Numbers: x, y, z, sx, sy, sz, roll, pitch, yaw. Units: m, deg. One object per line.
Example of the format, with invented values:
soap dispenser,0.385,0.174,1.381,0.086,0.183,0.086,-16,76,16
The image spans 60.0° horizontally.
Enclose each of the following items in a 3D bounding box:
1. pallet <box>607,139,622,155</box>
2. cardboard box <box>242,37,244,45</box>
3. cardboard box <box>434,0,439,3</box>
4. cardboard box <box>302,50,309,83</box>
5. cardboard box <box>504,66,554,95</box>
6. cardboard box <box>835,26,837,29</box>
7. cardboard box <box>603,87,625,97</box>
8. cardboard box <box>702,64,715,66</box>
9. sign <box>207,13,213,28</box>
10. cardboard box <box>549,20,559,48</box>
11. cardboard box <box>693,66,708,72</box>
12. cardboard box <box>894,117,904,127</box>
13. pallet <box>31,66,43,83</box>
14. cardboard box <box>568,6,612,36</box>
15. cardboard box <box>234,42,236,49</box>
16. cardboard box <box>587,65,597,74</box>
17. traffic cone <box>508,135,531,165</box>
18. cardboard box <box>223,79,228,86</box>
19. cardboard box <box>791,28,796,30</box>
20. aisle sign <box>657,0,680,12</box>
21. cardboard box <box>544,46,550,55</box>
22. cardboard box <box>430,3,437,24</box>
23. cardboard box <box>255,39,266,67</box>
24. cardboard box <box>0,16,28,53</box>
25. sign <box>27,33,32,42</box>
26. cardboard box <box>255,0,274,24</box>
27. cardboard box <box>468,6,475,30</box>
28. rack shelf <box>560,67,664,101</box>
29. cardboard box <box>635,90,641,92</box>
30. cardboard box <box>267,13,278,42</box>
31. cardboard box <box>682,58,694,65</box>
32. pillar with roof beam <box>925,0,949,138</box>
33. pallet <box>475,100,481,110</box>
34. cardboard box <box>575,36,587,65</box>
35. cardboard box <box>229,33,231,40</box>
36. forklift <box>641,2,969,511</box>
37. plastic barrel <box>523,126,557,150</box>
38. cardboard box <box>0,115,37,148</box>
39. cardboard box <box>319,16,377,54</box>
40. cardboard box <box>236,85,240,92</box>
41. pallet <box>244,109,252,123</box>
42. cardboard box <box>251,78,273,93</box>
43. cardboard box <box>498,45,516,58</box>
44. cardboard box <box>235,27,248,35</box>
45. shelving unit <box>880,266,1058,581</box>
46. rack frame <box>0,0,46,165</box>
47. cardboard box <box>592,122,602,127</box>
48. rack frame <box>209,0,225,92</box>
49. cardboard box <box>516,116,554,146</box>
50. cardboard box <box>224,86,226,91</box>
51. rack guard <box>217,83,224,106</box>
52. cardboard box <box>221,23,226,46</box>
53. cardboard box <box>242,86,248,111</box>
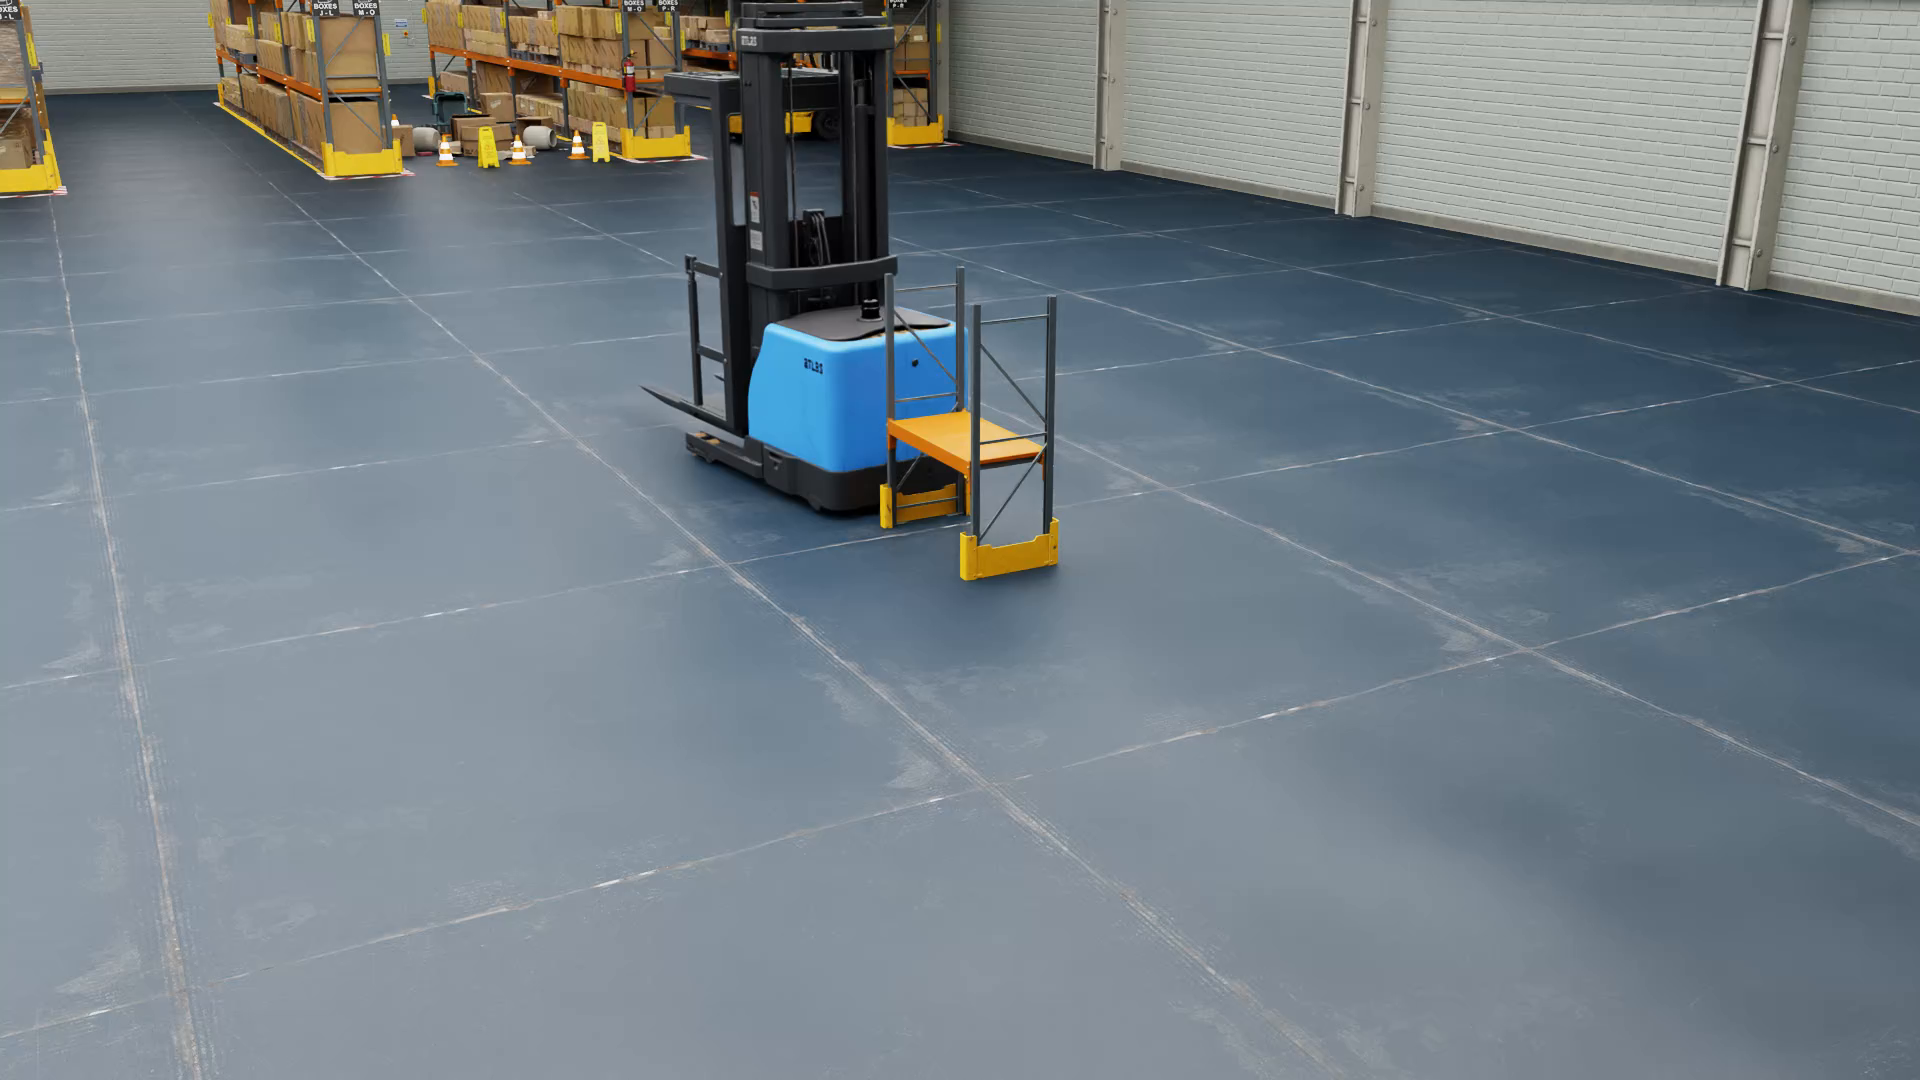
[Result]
pallet,-5.655,-7.051,29.742,1.003,0.211,1.213,-10,21,-27
cardboard box,-14.135,-9.978,33.233,0.380,0.149,0.250,-9,21,-25
cardboard box,-12.587,-13.154,40.474,0.380,0.149,0.250,-11,22,-28
cardboard box,-10.512,-7.964,27.882,0.875,0.550,0.500,-10,21,-27
cardboard box,-9.318,-9.811,36.078,0.875,0.875,0.875,-10,22,-27
cardboard box,-2.225,-10.027,32.486,0.380,0.149,0.250,-10,21,-27
cardboard box,-6.108,-7.953,29.509,0.380,0.149,0.250,-9,21,-25
cardboard box,-6.167,-11.586,40.803,0.380,0.149,0.250,-11,22,-29
sign,-17.648,-12.231,39.152,0.100,0.325,0.005,-10,21,-27
cardboard box,-7.585,-9.741,32.008,0.500,0.500,0.500,-10,22,-28
cardboard box,-6.186,-11.287,39.936,0.380,0.149,0.250,-10,22,-28
cardboard box,-1.399,-7.863,31.393,0.500,0.250,0.500,-10,21,-26
pallet,-16.120,-7.873,28.144,1.003,0.211,1.213,-10,21,-27
cardboard box,-6.708,-9.459,30.304,0.700,0.500,0.500,-11,22,-28
cardboard box,-14.864,-10.279,34.564,0.380,0.149,0.250,-10,22,-28
cardboard box,-6.553,-8.562,30.229,0.380,0.149,0.250,-10,21,-27
traffic cone,-7.419,-6.564,27.944,0.336,0.463,0.334,-10,21,-27
cardboard box,-16.977,-10.683,38.806,0.380,0.149,0.250,-10,21,-27
cardboard box,-3.293,-10.516,34.360,0.380,0.149,0.250,-10,22,-27
aisle sign,-4.962,-9.368,28.196,0.394,0.787,0.004,-10,21,-27
cardboard box,-7.915,-9.589,32.562,0.380,0.149,0.250,-10,22,-28
cardboard box,-12.633,-12.893,40.710,0.500,0.500,0.500,-11,22,-28
cardboard box,-13.396,-9.486,32.371,0.500,0.500,0.500,-10,21,-26
cardboard box,-14.007,-7.434,24.436,0.500,0.500,0.500,-10,21,-27
sign,-15.411,-8.218,27.520,0.100,0.325,0.005,-10,21,-27
cardboard box,-15.271,-11.586,36.466,0.500,0.500,0.500,-9,21,-25
cardboard box,-10.741,-11.761,37.430,0.500,0.500,0.500,-10,21,-27
rack shelf,-6.214,-8.343,30.313,1.077,0.370,4.000,-10,21,-27
cardboard box,-6.160,-8.090,30.900,0.500,0.500,0.500,-9,21,-24
cardboard box,-12.680,-9.707,31.478,0.700,0.500,0.500,-10,22,-27
cardboard box,-6.606,-11.653,40.541,0.380,0.149,0.250,-10,22,-28
pillar with roof beam,-4.224,-11.387,28.836,9.100,9.000,0.400,-10,21,-27
pallet,-10.530,-10.026,38.362,1.003,0.211,1.213,-10,21,-27
cardboard box,-6.714,-8.989,30.473,0.500,0.500,0.500,-10,21,-27
cardboard box,-15.241,-10.646,35.170,0.380,0.149,0.250,-9,21,-25
forklift,-1.197,-1.977,10.867,1.130,2.935,3.031,-13,23,-34
plastic barrel,-7.577,-7.249,29.991,0.512,0.421,0.421,4,19,11
cardboard box,-16.158,-6.928,28.268,0.700,0.500,0.500,-12,22,-31
cardboard box,-9.715,-8.007,26.352,0.875,0.550,0.550,-10,21,-27
cardboard box,-15.825,-10.019,36.883,0.380,0.149,0.250,-10,21,-26
pallet,-14.900,-9.216,36.017,1.003,0.211,1.213,-10,21,-27
cardboard box,-14.176,-9.280,33.965,0.500,0.250,0.500,-10,21,-26
cardboard box,-9.532,-10.439,35.516,0.500,0.250,0.500,-11,22,-29
cardboard box,-14.620,-10.412,34.036,0.380,0.149,0.250,-9,21,-24
shelving unit,0.036,-0.687,9.323,0.587,1.500,1.083,-10,21,-27
rack frame,-13.986,-6.574,24.084,1.000,3.000,0.127,-10,21,-27
cardboard box,-6.377,-7.497,30.331,0.500,0.250,0.500,-11,22,-29
rack frame,-17.170,-11.906,39.537,1.000,3.000,0.127,-10,21,-27
cardboard box,-7.852,-7.558,30.765,0.500,0.500,0.500,4,19,11
cardboard box,-17.067,-10.620,39.081,0.380,0.149,0.250,-10,21,-27
rack guard,-17.134,-10.703,39.881,1.175,0.500,0.348,-10,21,-27
cardboard box,-16.230,-11.333,37.267,0.500,0.500,0.500,-10,21,-27
cardboard box,-15.153,-9.522,35.815,0.500,0.500,0.500,-9,21,-25
